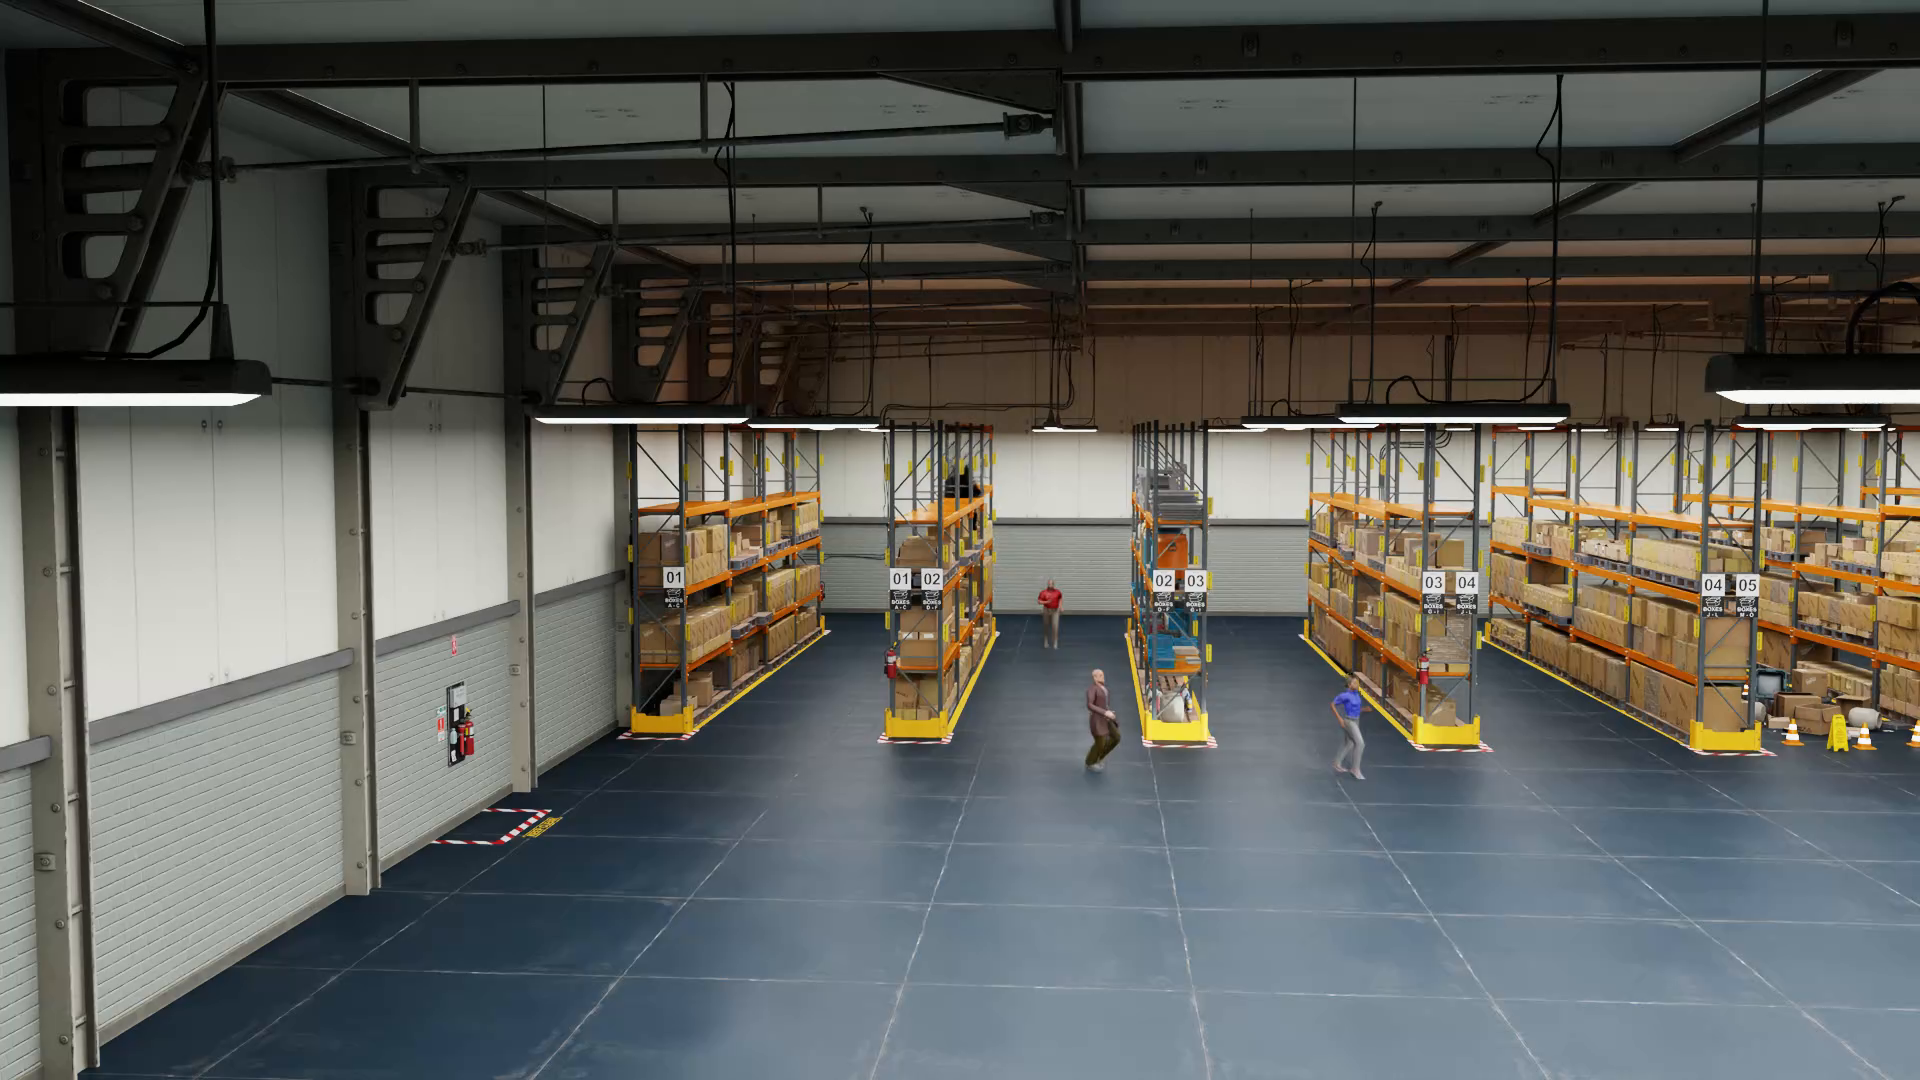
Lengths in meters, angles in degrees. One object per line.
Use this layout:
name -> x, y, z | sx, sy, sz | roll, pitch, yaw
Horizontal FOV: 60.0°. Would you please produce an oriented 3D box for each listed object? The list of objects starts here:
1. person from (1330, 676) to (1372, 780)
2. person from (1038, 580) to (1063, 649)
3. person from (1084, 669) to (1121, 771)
person -> 6.539, 3.138, 27.837 | 0.756, 1.717, 0.544 | 3, 4, 35
person -> 2.308, 1.899, 42.219 | 0.662, 1.777, 0.921 | 0, 4, -3
person -> 2.411, 3.059, 28.290 | 0.646, 1.736, 0.722 | 2, 4, 34
